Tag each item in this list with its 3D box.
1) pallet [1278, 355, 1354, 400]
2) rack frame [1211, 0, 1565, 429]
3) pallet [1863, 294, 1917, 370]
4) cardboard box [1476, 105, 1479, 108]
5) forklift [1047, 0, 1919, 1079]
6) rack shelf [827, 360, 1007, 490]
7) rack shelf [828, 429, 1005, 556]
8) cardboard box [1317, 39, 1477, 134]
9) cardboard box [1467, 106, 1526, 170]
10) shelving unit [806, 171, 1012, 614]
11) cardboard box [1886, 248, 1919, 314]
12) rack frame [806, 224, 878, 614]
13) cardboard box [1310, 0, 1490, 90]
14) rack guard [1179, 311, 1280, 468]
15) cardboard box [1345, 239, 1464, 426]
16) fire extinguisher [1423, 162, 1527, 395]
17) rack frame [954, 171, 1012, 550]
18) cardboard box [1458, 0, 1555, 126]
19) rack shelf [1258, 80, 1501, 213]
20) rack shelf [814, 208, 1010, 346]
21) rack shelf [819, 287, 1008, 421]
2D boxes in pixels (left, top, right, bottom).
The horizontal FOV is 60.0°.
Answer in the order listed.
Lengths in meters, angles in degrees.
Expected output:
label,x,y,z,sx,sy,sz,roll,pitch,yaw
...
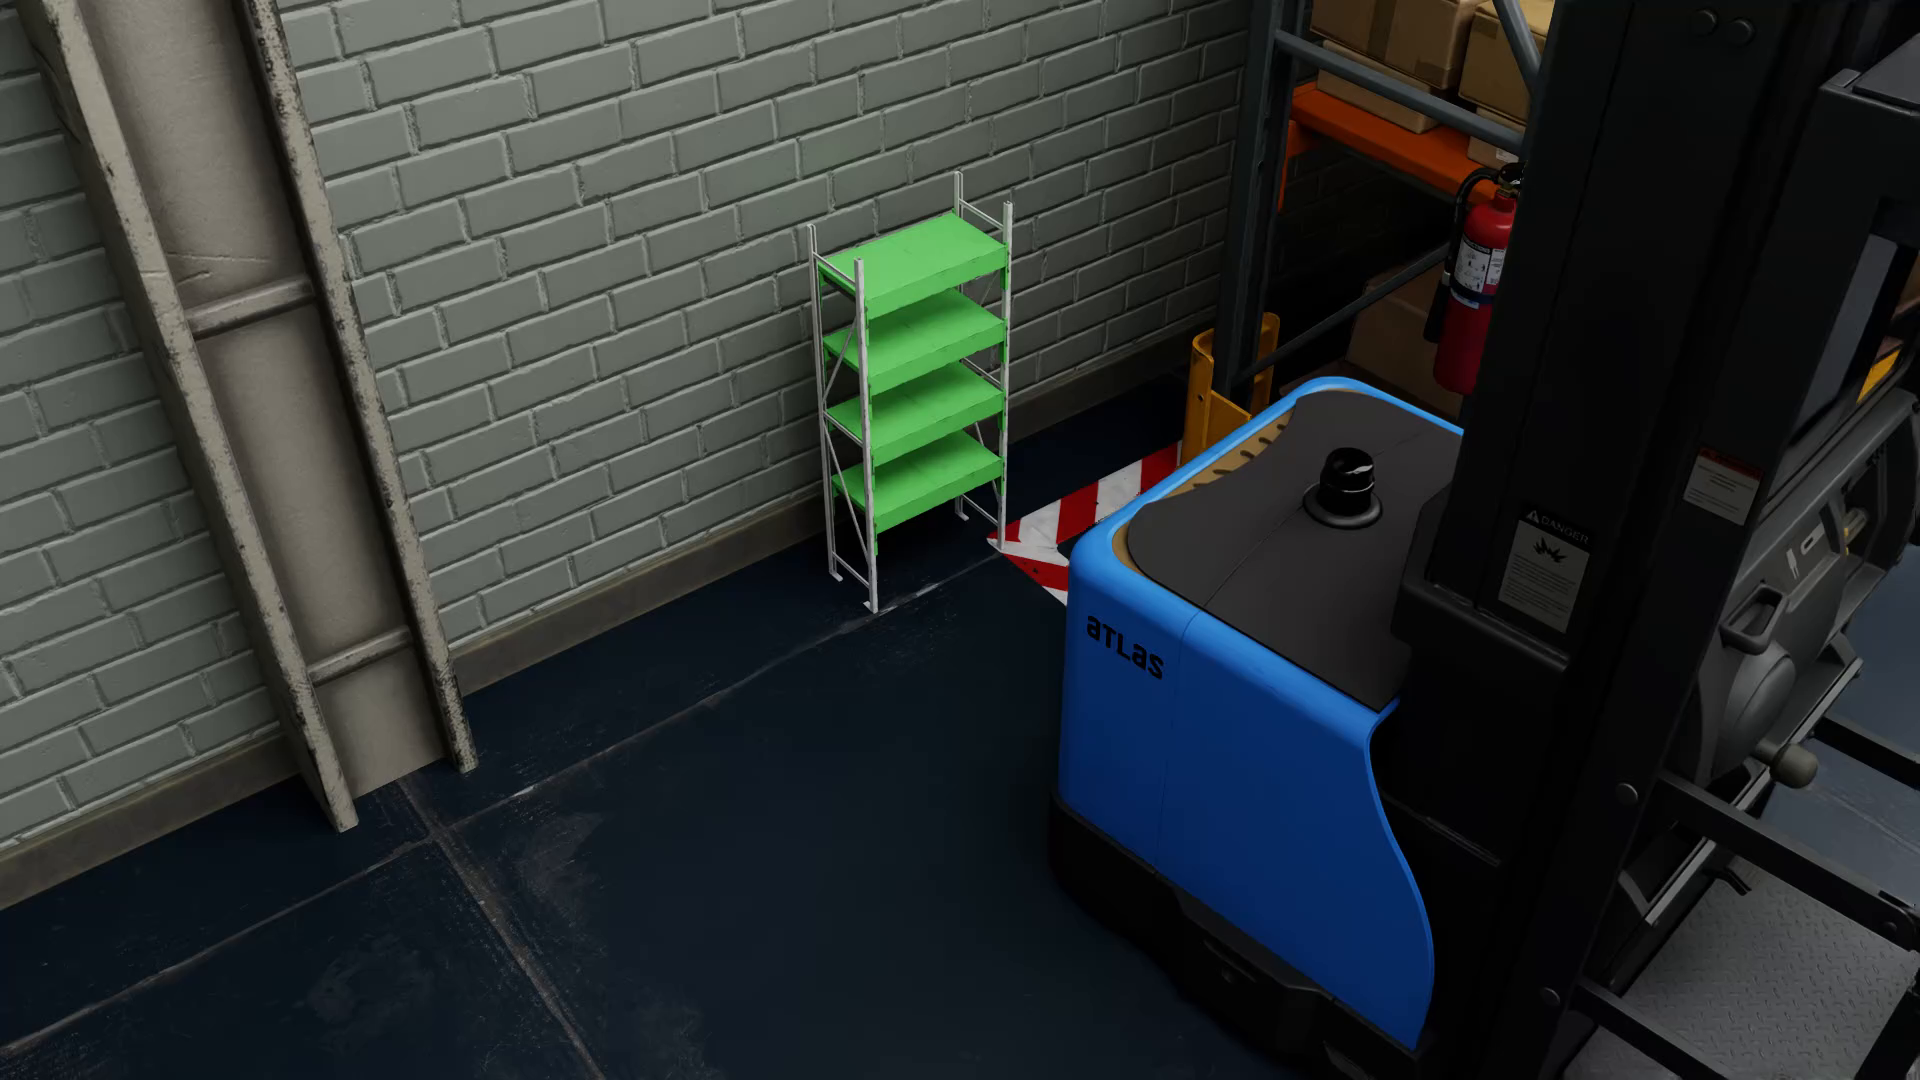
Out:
label,x,y,z,sx,sy,sz,roll,pitch,yaw
pallet,1.827,-0.399,5.570,1.213,0.211,1.003,-26,46,-28
rack frame,1.135,-1.139,4.274,0.127,3.000,1.000,-26,46,-28
pallet,2.794,-0.868,6.142,1.213,0.211,1.003,-26,46,-28
cardboard box,1.473,-1.373,4.756,0.250,0.149,0.380,-25,45,-27
forklift,1.625,0.142,2.766,3.031,2.935,1.130,32,49,33
rack shelf,-0.131,-0.351,4.832,0.480,0.148,0.258,-26,46,-28
rack shelf,-0.131,-0.165,4.984,0.480,0.148,0.258,-26,46,-28
cardboard box,1.235,-1.305,4.674,0.250,0.149,0.380,-27,46,-29
cardboard box,1.563,-1.031,4.340,0.250,0.149,0.380,-26,46,-28
shelving unit,-0.131,-0.400,4.791,0.503,1.200,0.258,-26,46,-28
cardboard box,3.203,-1.236,6.032,0.500,0.500,0.700,-28,47,-30
rack frame,-0.325,-0.306,4.676,0.015,1.200,0.240,-26,46,-28
cardboard box,1.338,-1.508,4.607,0.500,0.250,0.500,-25,45,-27
rack guard,1.196,-0.202,5.103,0.348,0.500,1.175,-26,46,-28
cardboard box,1.678,-0.525,5.163,0.637,0.503,0.797,-28,47,-30
fire extinguisher,1.300,-0.676,4.064,0.183,0.674,0.296,-26,46,-28
rack frame,0.062,-0.494,4.906,0.015,1.200,0.240,-26,46,-28
cardboard box,1.659,-1.236,4.276,0.500,0.250,0.500,-26,46,-28
rack shelf,2.721,-1.634,5.444,4.000,0.370,1.077,-26,46,-28
rack shelf,-0.131,-0.722,4.527,0.480,0.148,0.258,-26,46,-28
rack shelf,-0.131,-0.536,4.680,0.480,0.148,0.258,-26,46,-28
